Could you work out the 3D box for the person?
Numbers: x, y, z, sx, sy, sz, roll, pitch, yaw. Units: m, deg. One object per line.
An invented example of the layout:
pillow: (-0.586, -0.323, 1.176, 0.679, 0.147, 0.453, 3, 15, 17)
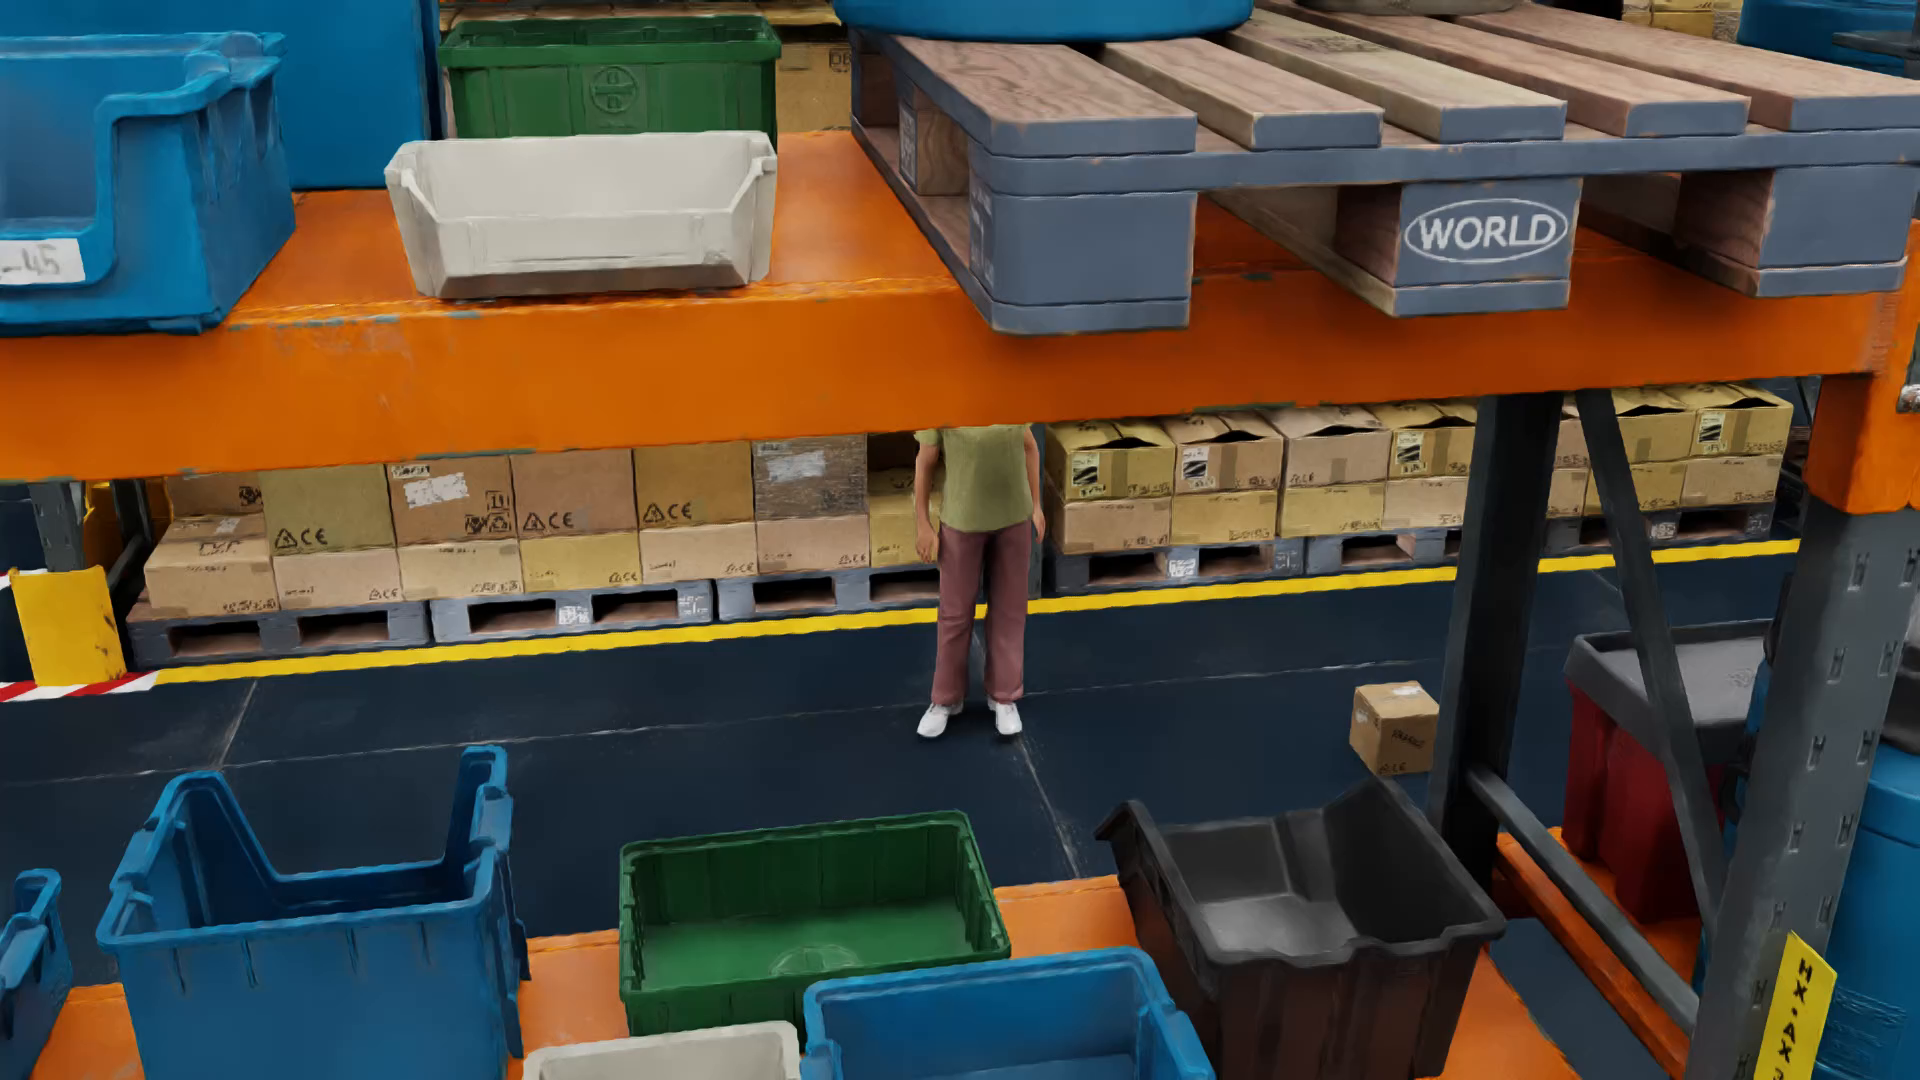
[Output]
person: (0.074, -0.061, 6.178, 0.525, 1.681, 0.374, -8, 25, -18)
